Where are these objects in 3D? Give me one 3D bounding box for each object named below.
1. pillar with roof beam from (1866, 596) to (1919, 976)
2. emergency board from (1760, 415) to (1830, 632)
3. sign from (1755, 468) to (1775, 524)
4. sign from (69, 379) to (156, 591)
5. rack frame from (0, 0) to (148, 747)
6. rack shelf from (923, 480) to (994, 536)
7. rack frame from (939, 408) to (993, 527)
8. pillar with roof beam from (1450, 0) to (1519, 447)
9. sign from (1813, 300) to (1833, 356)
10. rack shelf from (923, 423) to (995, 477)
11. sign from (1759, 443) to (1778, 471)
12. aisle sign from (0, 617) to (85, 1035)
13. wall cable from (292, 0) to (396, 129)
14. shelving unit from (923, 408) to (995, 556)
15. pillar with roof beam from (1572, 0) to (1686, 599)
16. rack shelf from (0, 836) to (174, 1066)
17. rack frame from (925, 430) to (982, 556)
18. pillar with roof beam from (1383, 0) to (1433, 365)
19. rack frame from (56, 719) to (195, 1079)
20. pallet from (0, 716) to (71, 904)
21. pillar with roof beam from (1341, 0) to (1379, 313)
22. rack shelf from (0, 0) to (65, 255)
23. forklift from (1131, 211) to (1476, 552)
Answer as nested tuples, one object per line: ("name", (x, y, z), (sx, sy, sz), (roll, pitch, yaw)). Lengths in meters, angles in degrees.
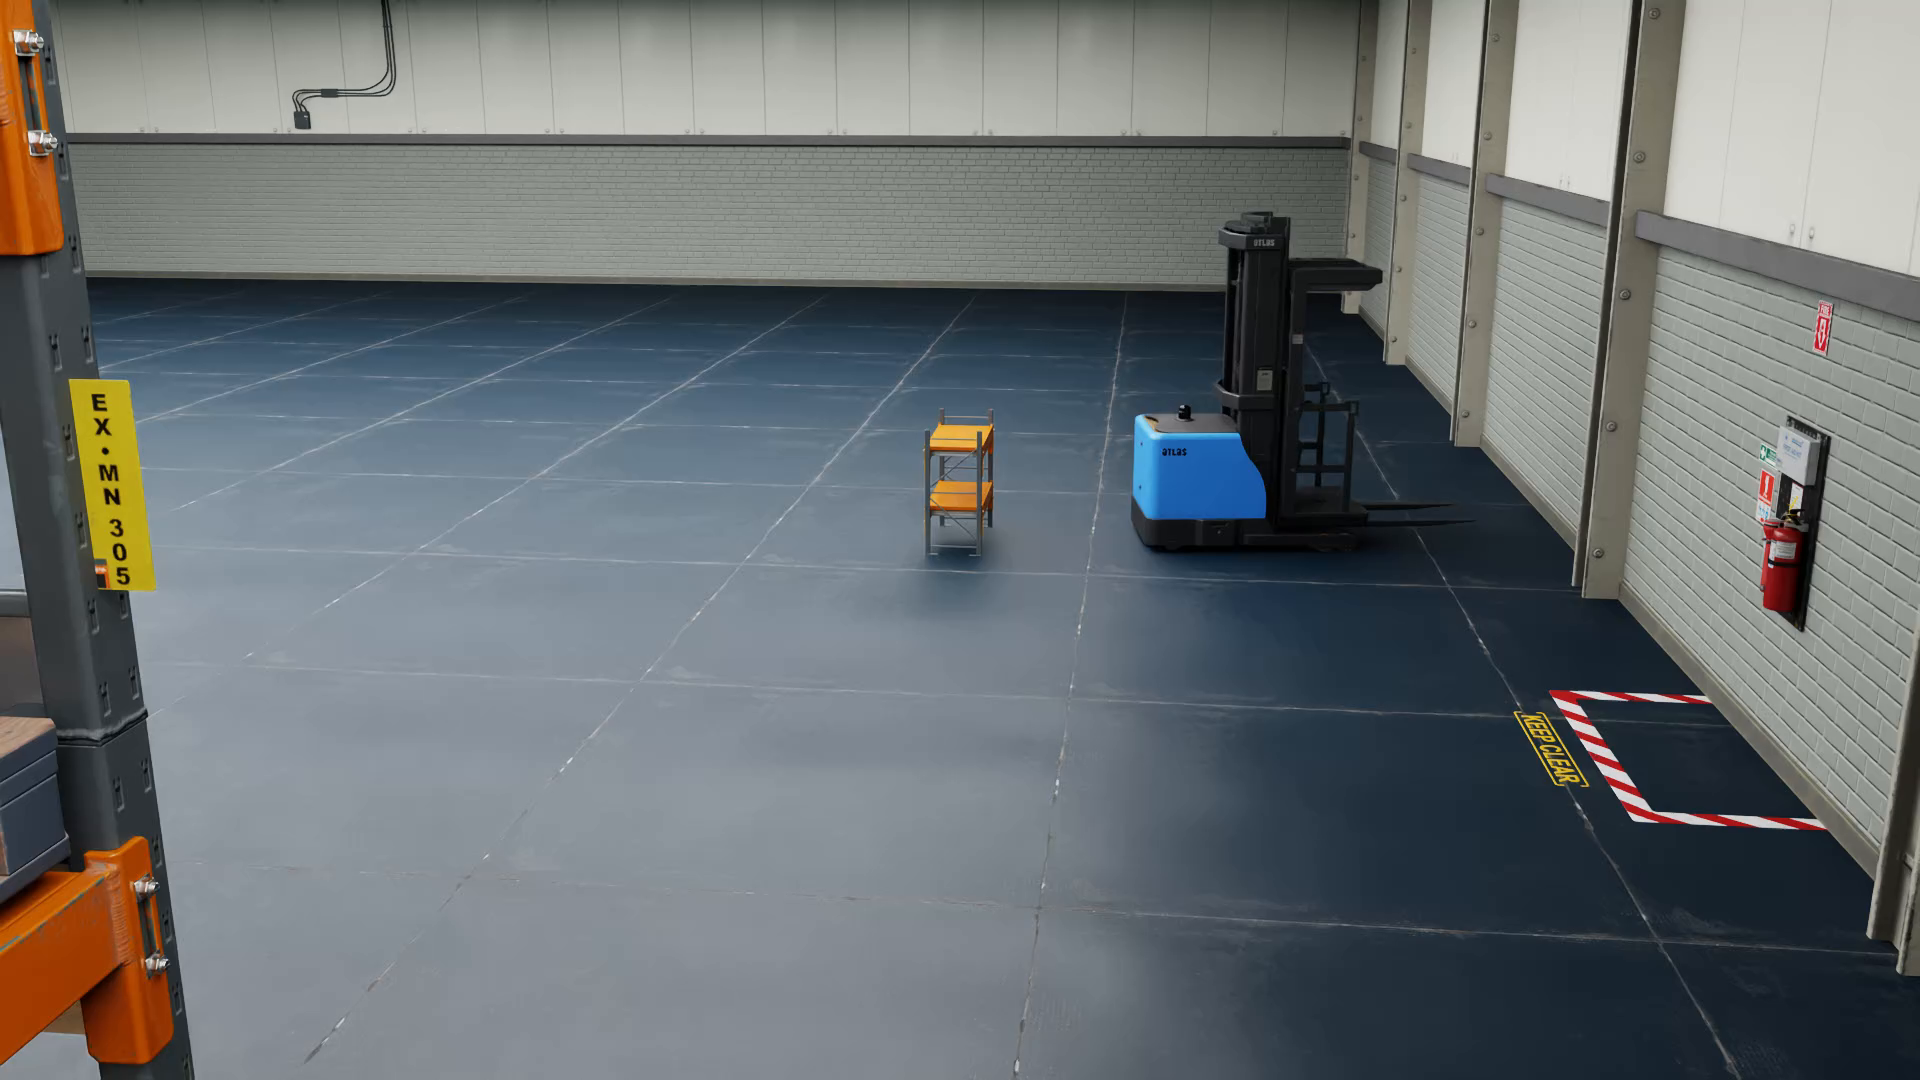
("pillar with roof beam", (0.283, -2.490, 7.219), (9.100, 9.000, 0.400), (2, 15, 6))
("emergency board", (4.877, -0.107, 9.900), (0.194, 1.169, 0.643), (2, 15, 6))
("sign", (5.042, -0.265, 10.414), (0.001, 0.329, 0.234), (2, 15, 6))
("sign", (-1.282, -0.081, 2.511), (0.100, 0.325, 0.005), (2, 15, 6))
("rack frame", (-1.819, -1.159, 2.297), (1.000, 3.000, 0.127), (2, 15, 6))
("rack shelf", (-0.001, -0.305, 15.161), (0.538, 0.278, 1.000), (2, 15, 6))
("rack frame", (0.057, -0.673, 15.584), (0.500, 1.125, 0.032), (2, 15, 6))
("pillar with roof beam", (1.637, -5.602, 18.729), (9.100, 9.000, 0.400), (2, 15, 6))
("sign", (4.977, -1.225, 9.594), (0.001, 0.298, 0.199), (2, 15, 6))
("rack shelf", (-0.001, -0.824, 15.020), (0.538, 0.278, 1.000), (2, 15, 6))
("sign", (5.033, -0.520, 10.341), (0.001, 0.109, 0.331), (2, 15, 6))
("aisle sign", (-1.520, 0.474, 2.772), (0.394, 0.787, 0.004), (2, 15, 6))
("wall cable", (-12.953, -11.599, 34.390), (2.305, 6.003, 0.169), (2, 15, 6))
("shelving unit", (-0.001, -0.541, 15.097), (0.538, 1.125, 1.048), (2, 15, 6))
("pillar with roof beam", (0.960, -4.046, 12.974), (9.100, 9.000, 0.400), (2, 15, 6))
("rack shelf", (-2.045, 1.155, 0.864), (1.077, 0.370, 4.000), (2, 15, 6))
("rack frame", (-0.058, -0.409, 14.609), (0.500, 1.125, 0.032), (2, 15, 6))
("pillar with roof beam", (2.314, -7.159, 24.484), (9.100, 9.000, 0.400), (2, 15, 6))
("rack frame", (-1.819, 1.737, 3.080), (1.000, 3.000, 0.127), (2, 15, 6))
("pallet", (-1.925, 0.514, 2.025), (1.003, 0.211, 1.213), (2, 15, 6))
("pillar with roof beam", (2.991, -8.715, 30.239), (9.100, 9.000, 0.400), (2, 15, 6))
("rack shelf", (-2.045, -0.100, 0.525), (1.077, 0.370, 4.000), (2, 15, 6))
("forklift", (3.145, -1.446, 14.983), (3.031, 2.935, 1.130), (-1, 15, -2))
